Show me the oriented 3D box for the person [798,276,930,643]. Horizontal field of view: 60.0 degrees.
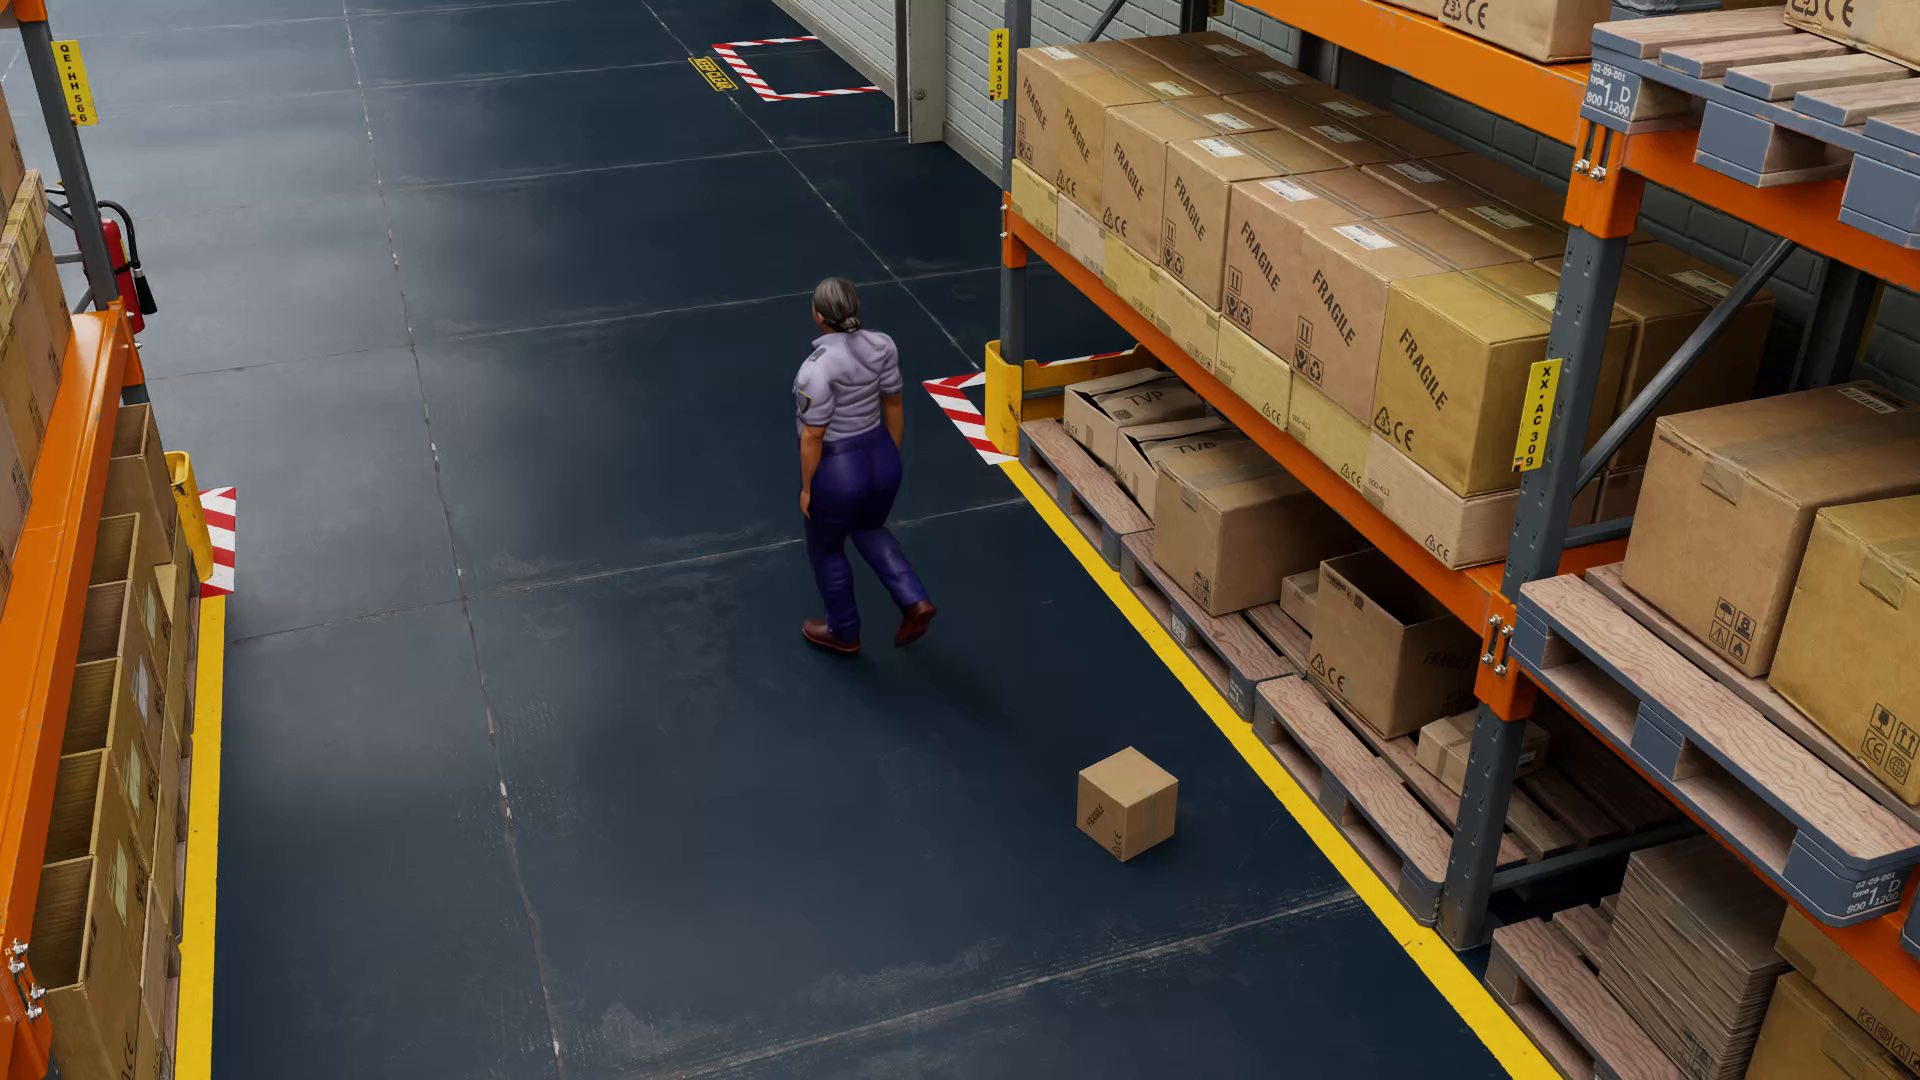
[{"bbox_3d":[-0.383,-0.275,6.516,0.482,1.568,0.486,26,39,38],"label":"person"}]
